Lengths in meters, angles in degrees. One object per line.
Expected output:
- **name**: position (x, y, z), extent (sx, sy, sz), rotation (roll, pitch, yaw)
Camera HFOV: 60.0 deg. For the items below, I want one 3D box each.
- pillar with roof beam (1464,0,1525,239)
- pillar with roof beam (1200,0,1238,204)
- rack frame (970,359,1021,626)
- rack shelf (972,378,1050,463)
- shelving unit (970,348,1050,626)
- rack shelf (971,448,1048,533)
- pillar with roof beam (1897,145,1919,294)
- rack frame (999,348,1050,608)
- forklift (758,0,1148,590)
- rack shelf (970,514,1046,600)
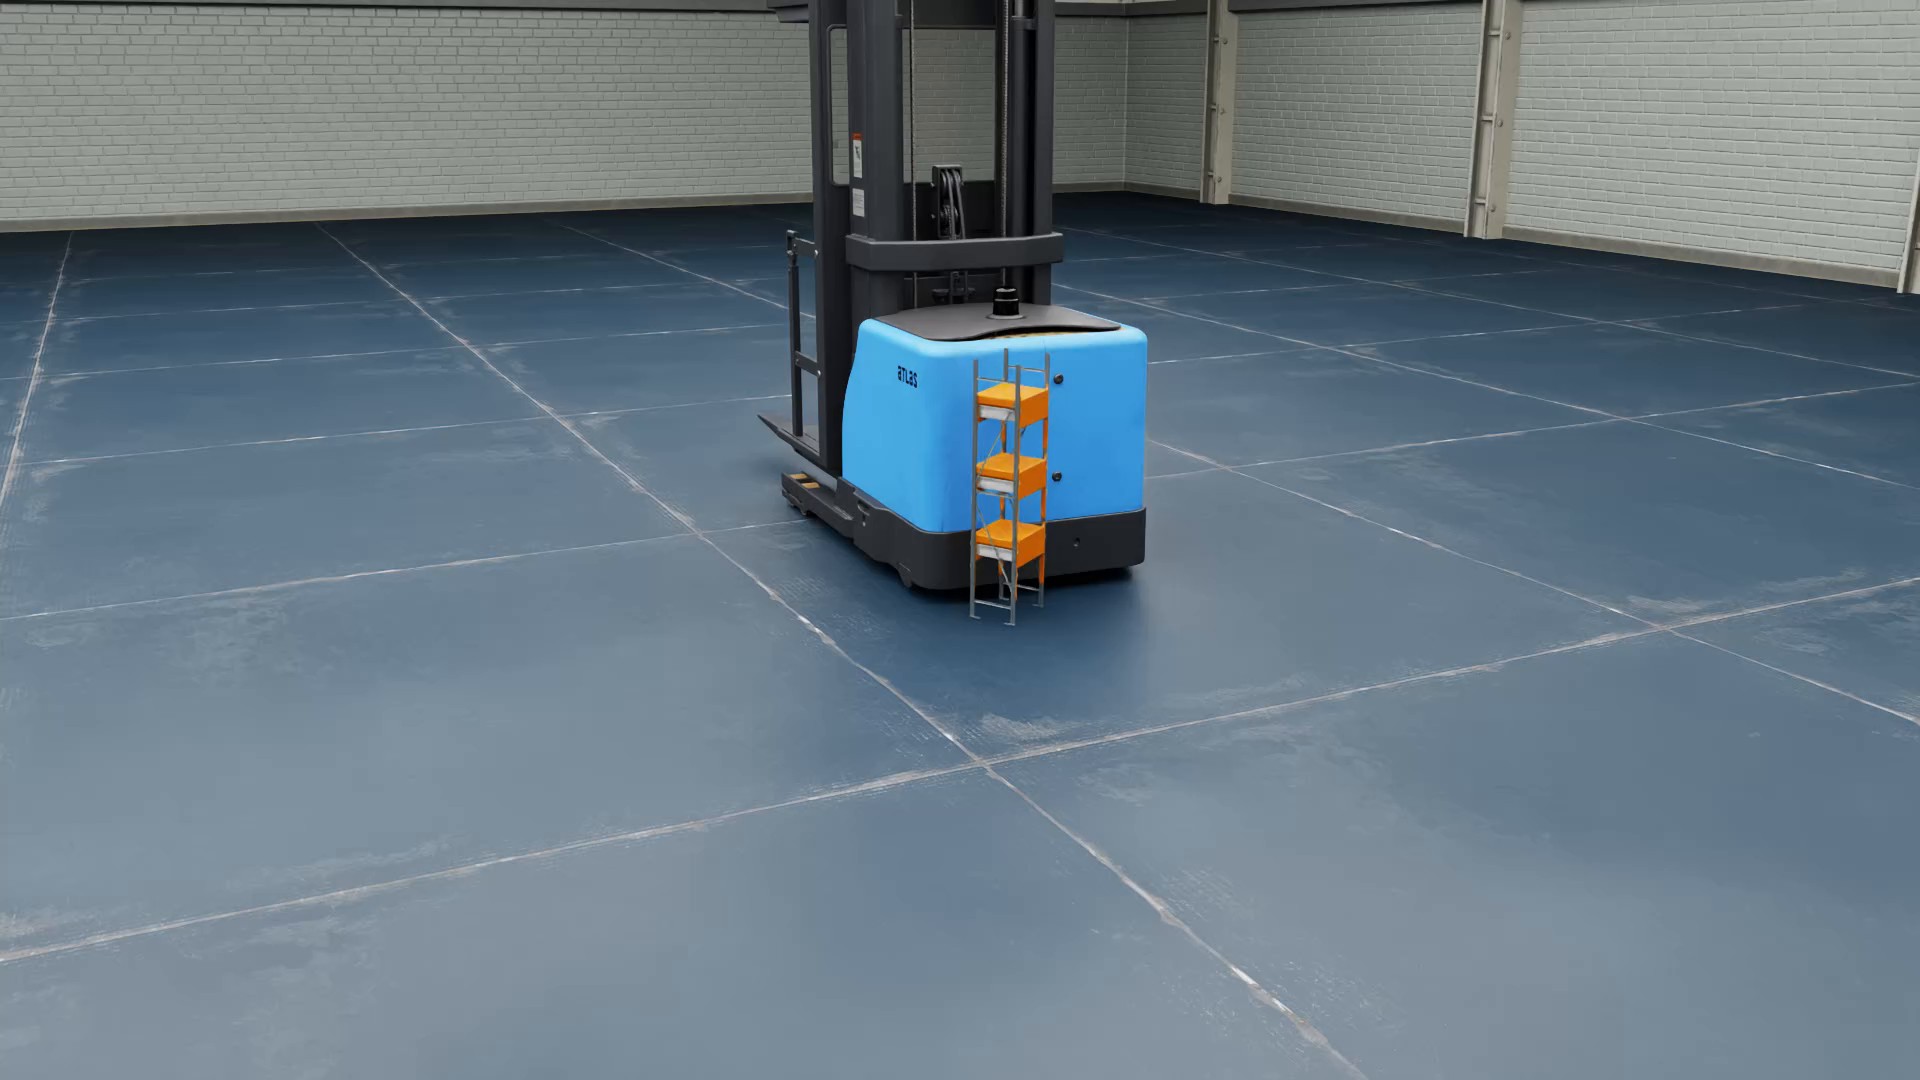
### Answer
- **pillar with roof beam**: position (2.800, -7.662, 18.137), extent (9.100, 9.000, 0.400), rotation (-8, 18, -25)
- **pillar with roof beam**: position (0.171, -9.150, 23.321), extent (9.100, 9.000, 0.400), rotation (-8, 18, -25)
- **rack frame**: position (0.134, -0.175, 6.446), extent (0.200, 1.050, 0.008), rotation (11, 21, 28)
- **rack shelf**: position (0.198, -0.467, 6.461), extent (0.215, 0.259, 0.240), rotation (11, 21, 28)
- **shelving unit**: position (0.195, -0.207, 6.546), extent (0.215, 1.050, 0.252), rotation (11, 21, 28)
- **rack shelf**: position (0.195, -0.197, 6.550), extent (0.215, 0.259, 0.240), rotation (11, 21, 28)
- **pillar with roof beam**: position (5.428, -6.174, 12.952), extent (9.100, 9.000, 0.400), rotation (-8, 18, -25)
- **rack frame**: position (0.255, -0.240, 6.647), extent (0.200, 1.050, 0.008), rotation (11, 21, 28)
- **forklift**: position (-0.245, -1.568, 7.899), extent (1.130, 2.935, 3.031), rotation (-7, 17, -22)
- **rack shelf**: position (0.192, 0.067, 6.637), extent (0.215, 0.259, 0.240), rotation (11, 21, 28)
